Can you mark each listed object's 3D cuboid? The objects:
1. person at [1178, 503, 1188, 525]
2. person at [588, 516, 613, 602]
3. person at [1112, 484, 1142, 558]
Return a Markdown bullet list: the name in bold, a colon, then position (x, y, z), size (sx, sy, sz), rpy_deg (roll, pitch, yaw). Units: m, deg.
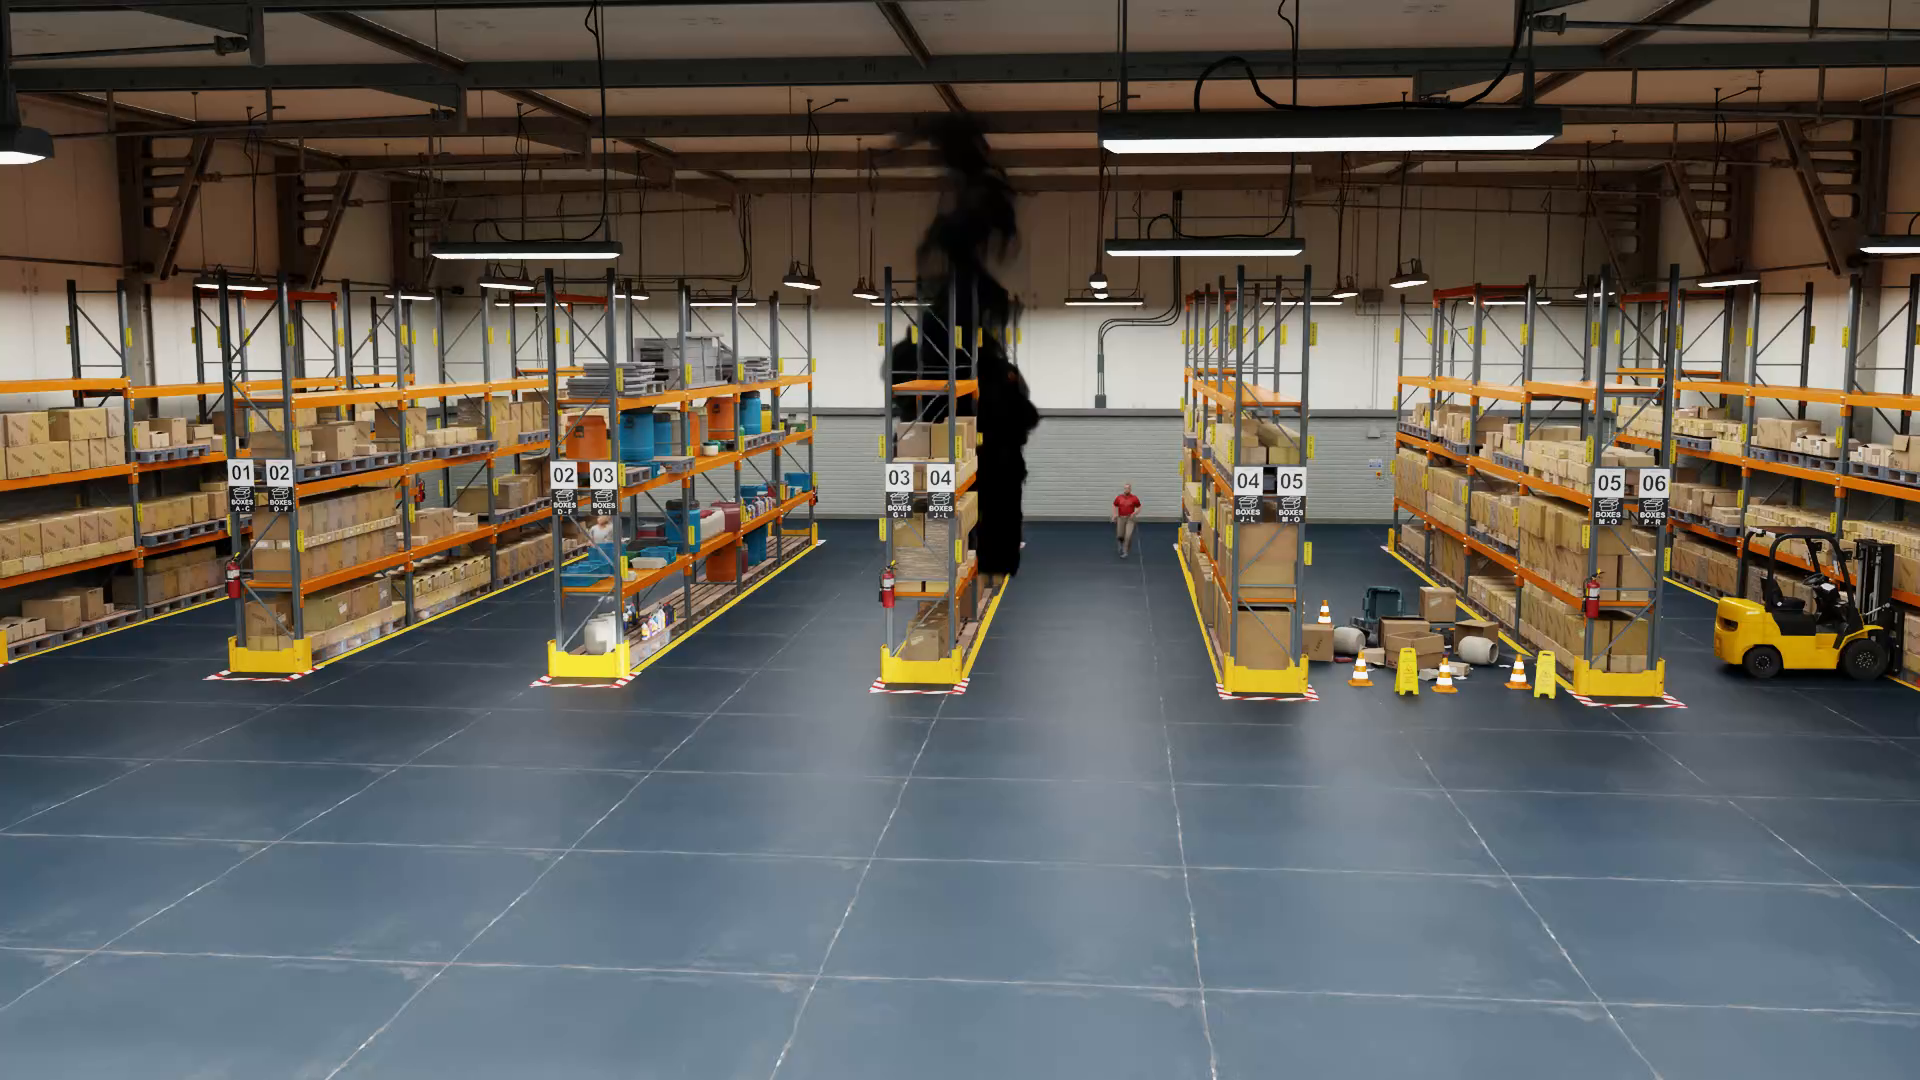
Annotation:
- **person**: position (5.591, -0.723, 40.901), size (0.492, 1.537, 0.650), rpy_deg (2, 7, 19)
- **person**: position (-6.386, 0.289, 29.757), size (0.549, 1.636, 0.506), rpy_deg (0, 7, -2)
- **person**: position (3.802, -0.437, 38.049), size (0.663, 1.680, 0.603), rpy_deg (1, 7, 11)
